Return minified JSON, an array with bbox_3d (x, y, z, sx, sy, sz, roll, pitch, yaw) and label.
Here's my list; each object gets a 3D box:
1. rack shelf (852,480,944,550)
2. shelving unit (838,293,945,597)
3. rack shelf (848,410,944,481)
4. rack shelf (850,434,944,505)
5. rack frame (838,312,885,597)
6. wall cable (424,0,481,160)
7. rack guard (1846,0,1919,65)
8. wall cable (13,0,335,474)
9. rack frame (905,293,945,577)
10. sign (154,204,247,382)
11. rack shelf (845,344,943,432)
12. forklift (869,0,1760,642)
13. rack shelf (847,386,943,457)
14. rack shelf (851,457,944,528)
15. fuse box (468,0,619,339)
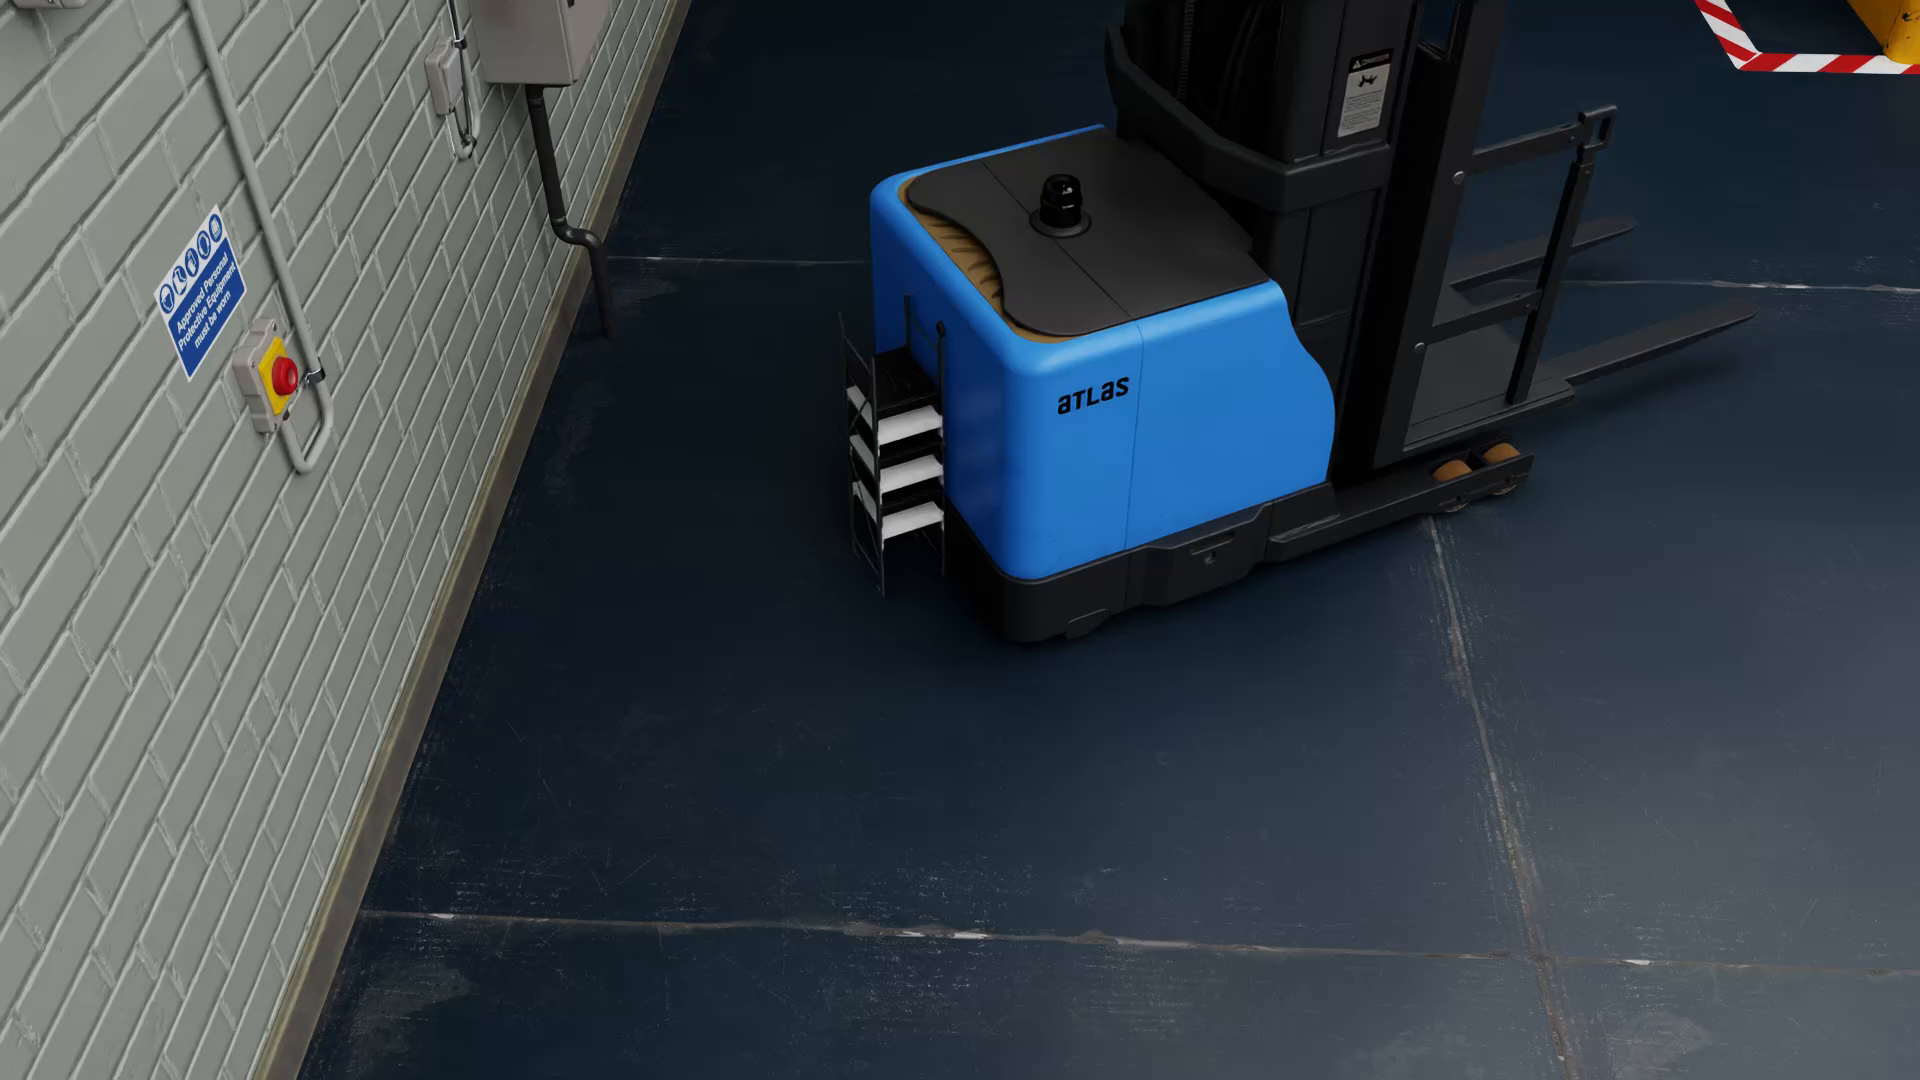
[{"bbox_3d":[-0.192,-0.103,5.014,0.200,0.077,0.258,-18,46,-19],"label":"rack shelf"},{"bbox_3d":[-0.192,-0.259,4.868,0.210,0.900,0.258,-18,46,-19],"label":"shelving unit"},{"bbox_3d":[-0.192,-0.301,4.830,0.200,0.077,0.258,-18,46,-19],"label":"rack shelf"},{"bbox_3d":[-0.192,-0.235,4.891,0.200,0.077,0.258,-18,46,-19],"label":"rack shelf"},{"bbox_3d":[-0.284,-0.229,4.836,0.006,0.900,0.240,-18,46,-19],"label":"rack frame"},{"bbox_3d":[-1.430,-1.776,4.211,0.122,1.984,0.588,2,43,2],"label":"wall cable"},{"bbox_3d":[4.448,-2.744,7.829,0.348,0.500,1.175,2,43,2],"label":"rack guard"},{"bbox_3d":[-1.482,-0.822,3.163,0.123,1.953,0.585,2,43,2],"label":"wall cable"},{"bbox_3d":[-0.101,-0.290,4.901,0.006,0.900,0.240,-18,46,-19],"label":"rack frame"},{"bbox_3d":[-1.545,-0.506,3.395,0.001,0.218,0.327,2,43,2],"label":"sign"},{"bbox_3d":[-0.192,-0.433,4.707,0.200,0.077,0.258,-18,46,-19],"label":"rack shelf"},{"bbox_3d":[1.280,-1.469,4.676,3.031,2.935,1.130,-18,46,-19],"label":"forklift"},{"bbox_3d":[-0.192,-0.367,4.768,0.200,0.077,0.258,-18,46,-19],"label":"rack shelf"},{"bbox_3d":[-0.192,-0.169,4.952,0.200,0.077,0.258,-18,46,-19],"label":"rack shelf"},{"bbox_3d":[-1.242,-1.393,5.490,0.414,1.711,0.539,2,43,2],"label":"fuse box"}]
